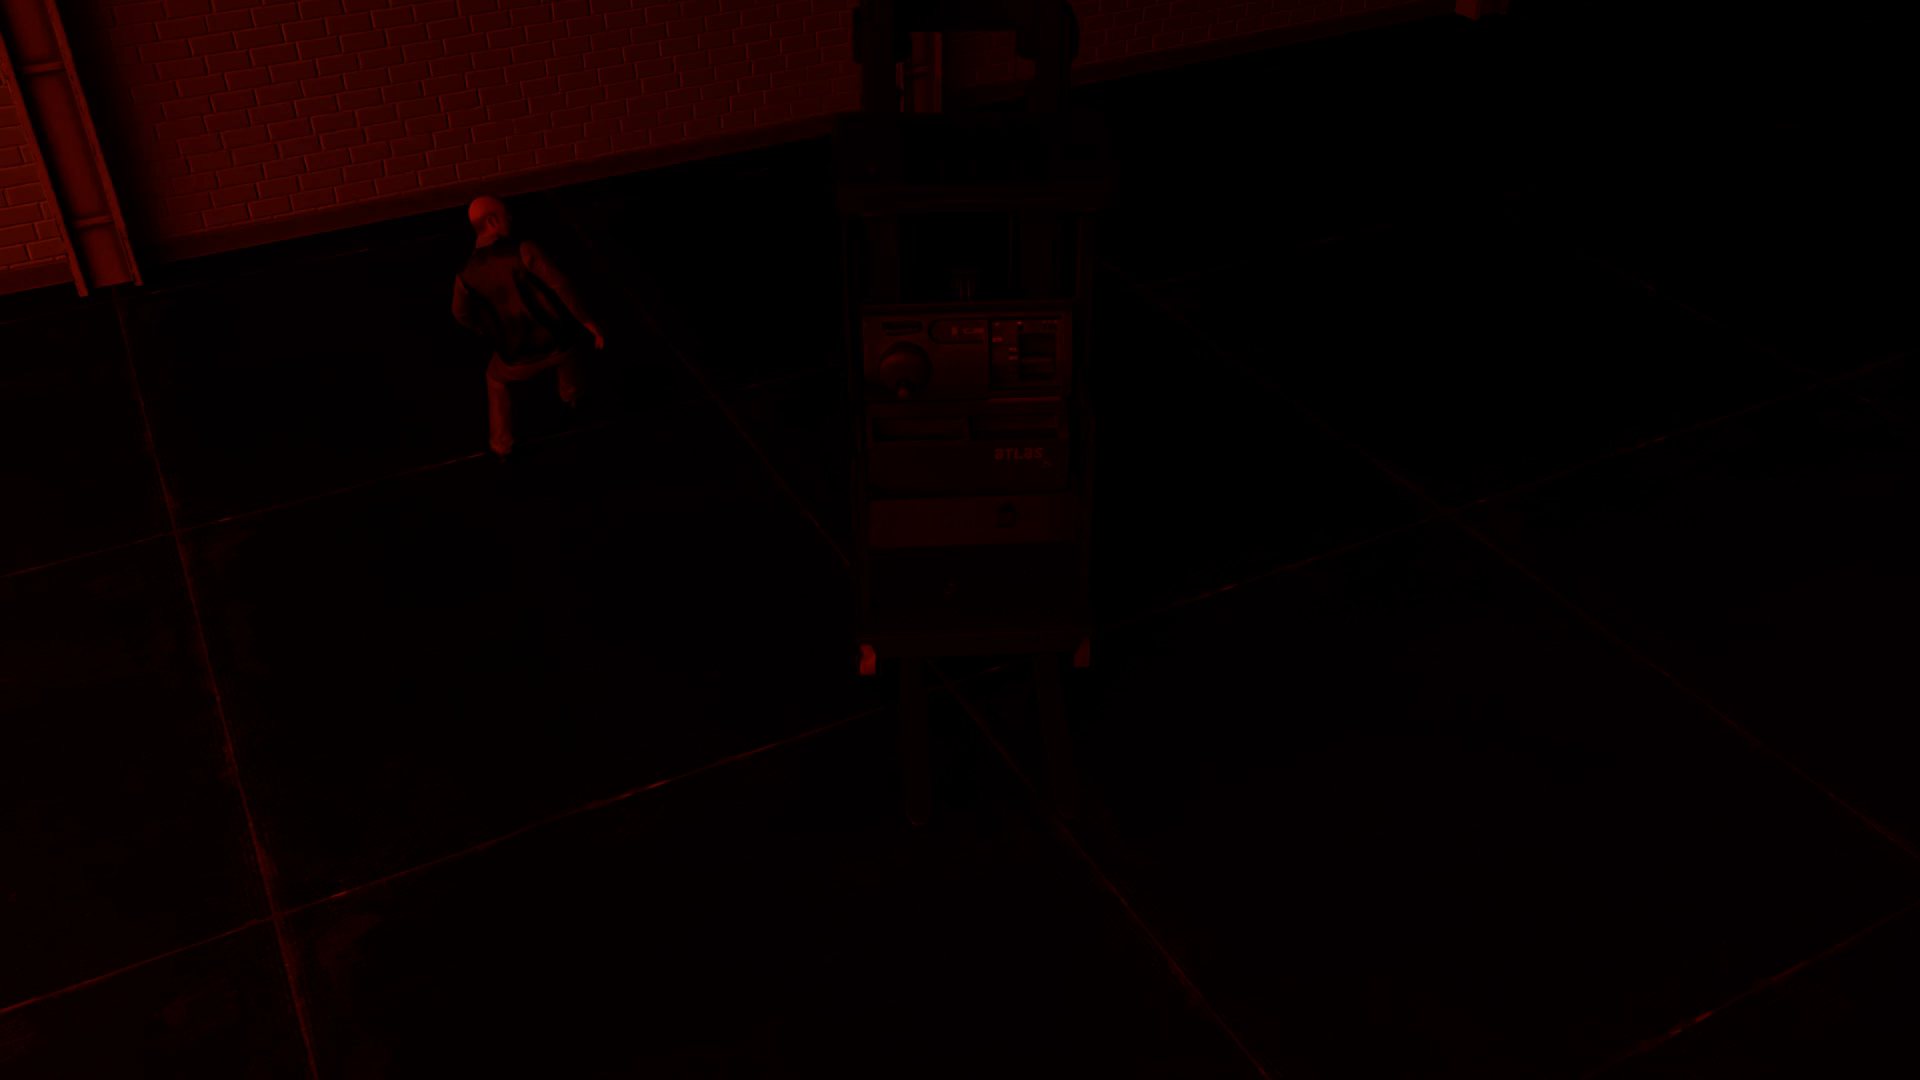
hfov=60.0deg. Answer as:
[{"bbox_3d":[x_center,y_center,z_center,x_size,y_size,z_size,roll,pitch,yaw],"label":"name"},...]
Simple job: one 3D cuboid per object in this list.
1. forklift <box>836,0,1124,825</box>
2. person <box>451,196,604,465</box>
[{"bbox_3d":[0.051,-0.759,7.197,1.130,2.935,3.031,-2,35,-3],"label":"forklift"},{"bbox_3d":[-2.350,-1.166,9.058,0.772,1.500,0.688,-9,36,-12],"label":"person"}]
